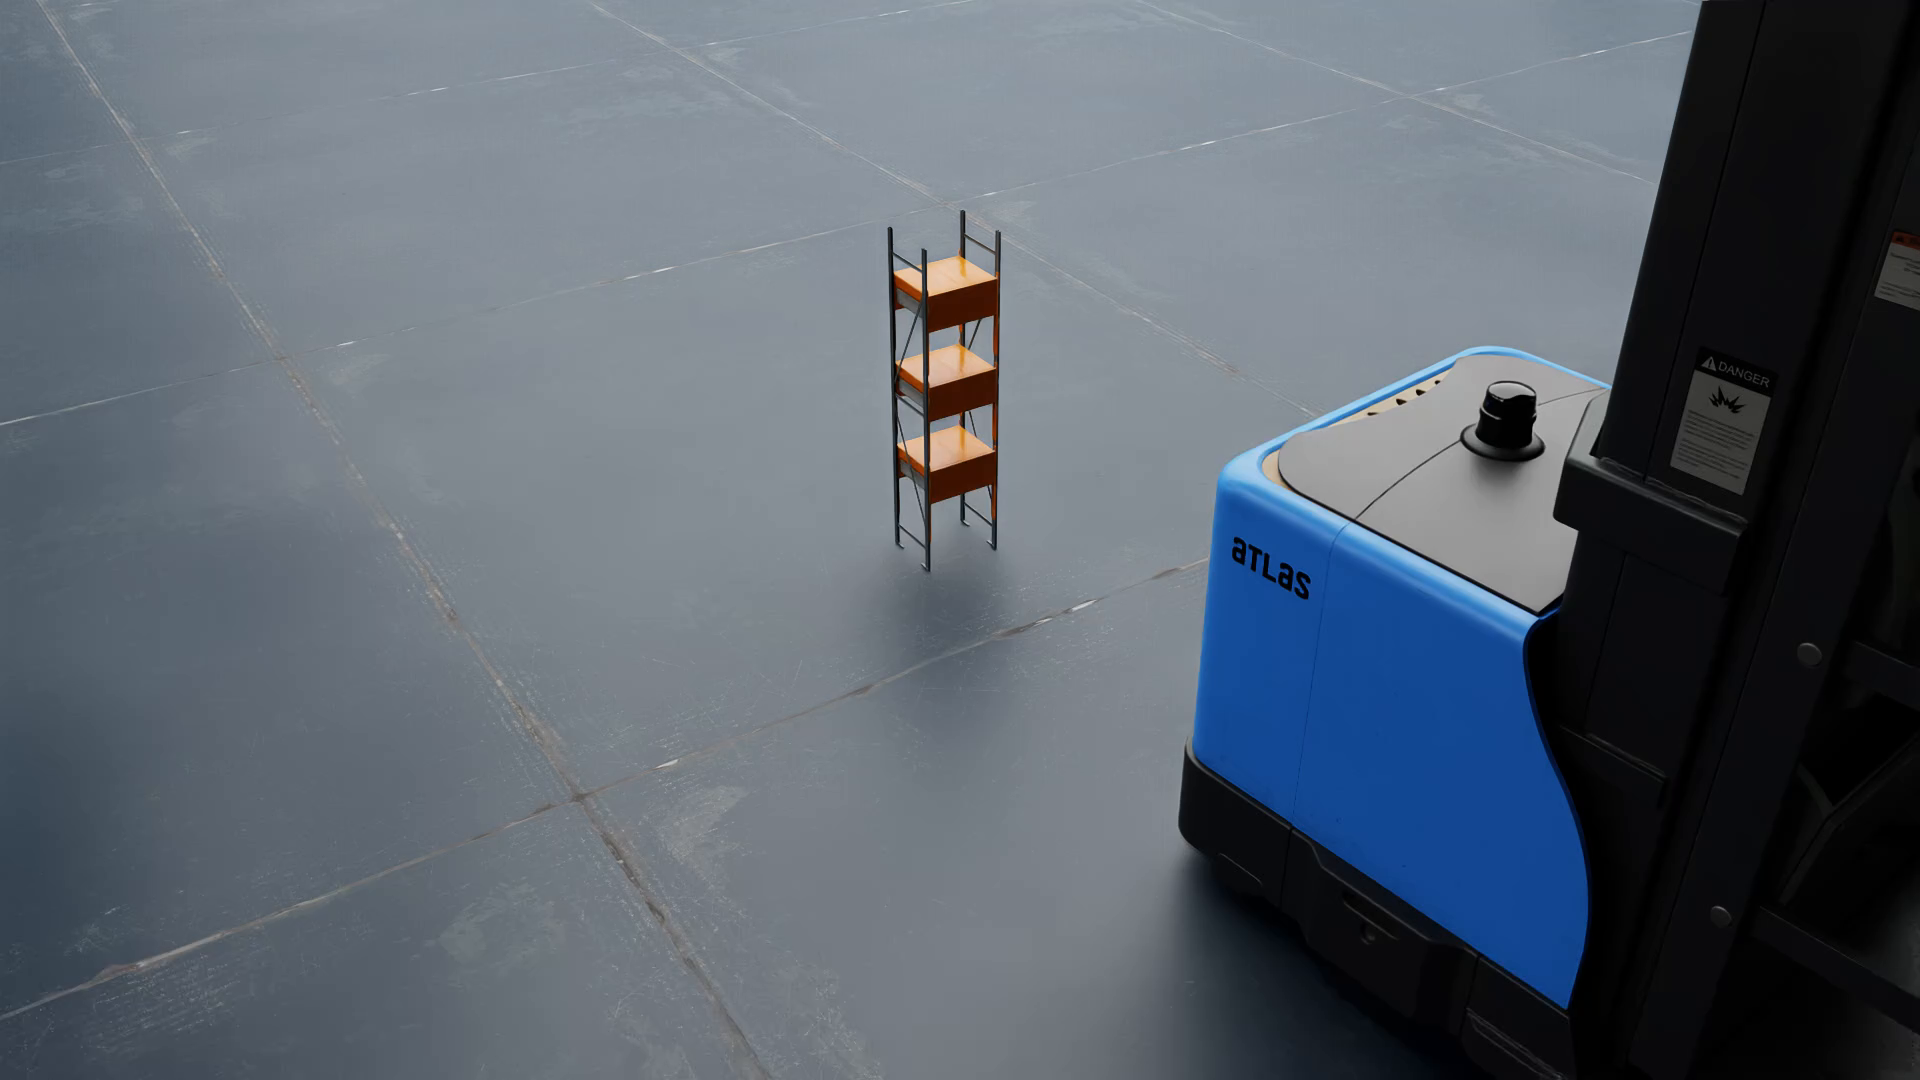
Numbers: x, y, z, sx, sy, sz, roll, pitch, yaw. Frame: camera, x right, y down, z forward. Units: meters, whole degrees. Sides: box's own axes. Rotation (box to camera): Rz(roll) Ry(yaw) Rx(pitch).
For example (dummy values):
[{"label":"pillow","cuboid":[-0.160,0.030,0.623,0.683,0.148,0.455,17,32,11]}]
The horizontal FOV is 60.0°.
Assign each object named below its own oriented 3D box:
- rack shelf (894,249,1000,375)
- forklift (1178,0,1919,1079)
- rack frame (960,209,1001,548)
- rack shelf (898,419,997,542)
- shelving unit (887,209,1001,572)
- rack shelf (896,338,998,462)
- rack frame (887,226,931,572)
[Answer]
[{"label":"rack shelf","cuboid":[-0.045,-0.660,4.800,0.240,0.259,0.215,-19,37,-27]},{"label":"forklift","cuboid":[1.858,-0.054,2.588,1.130,2.935,3.031,-24,39,-33]},{"label":"rack frame","cuboid":[0.058,-0.464,5.001,0.008,1.050,0.200,-19,37,-27]},{"label":"rack shelf","cuboid":[-0.045,-0.185,5.099,0.240,0.259,0.215,-19,37,-27]},{"label":"shelving unit","cuboid":[-0.045,-0.429,4.945,0.252,1.050,0.215,-19,37,-27]},{"label":"rack shelf","cuboid":[-0.045,-0.420,4.951,0.240,0.259,0.215,-19,37,-27]},{"label":"rack frame","cuboid":[-0.148,-0.393,4.889,0.008,1.050,0.200,-19,37,-27]}]
